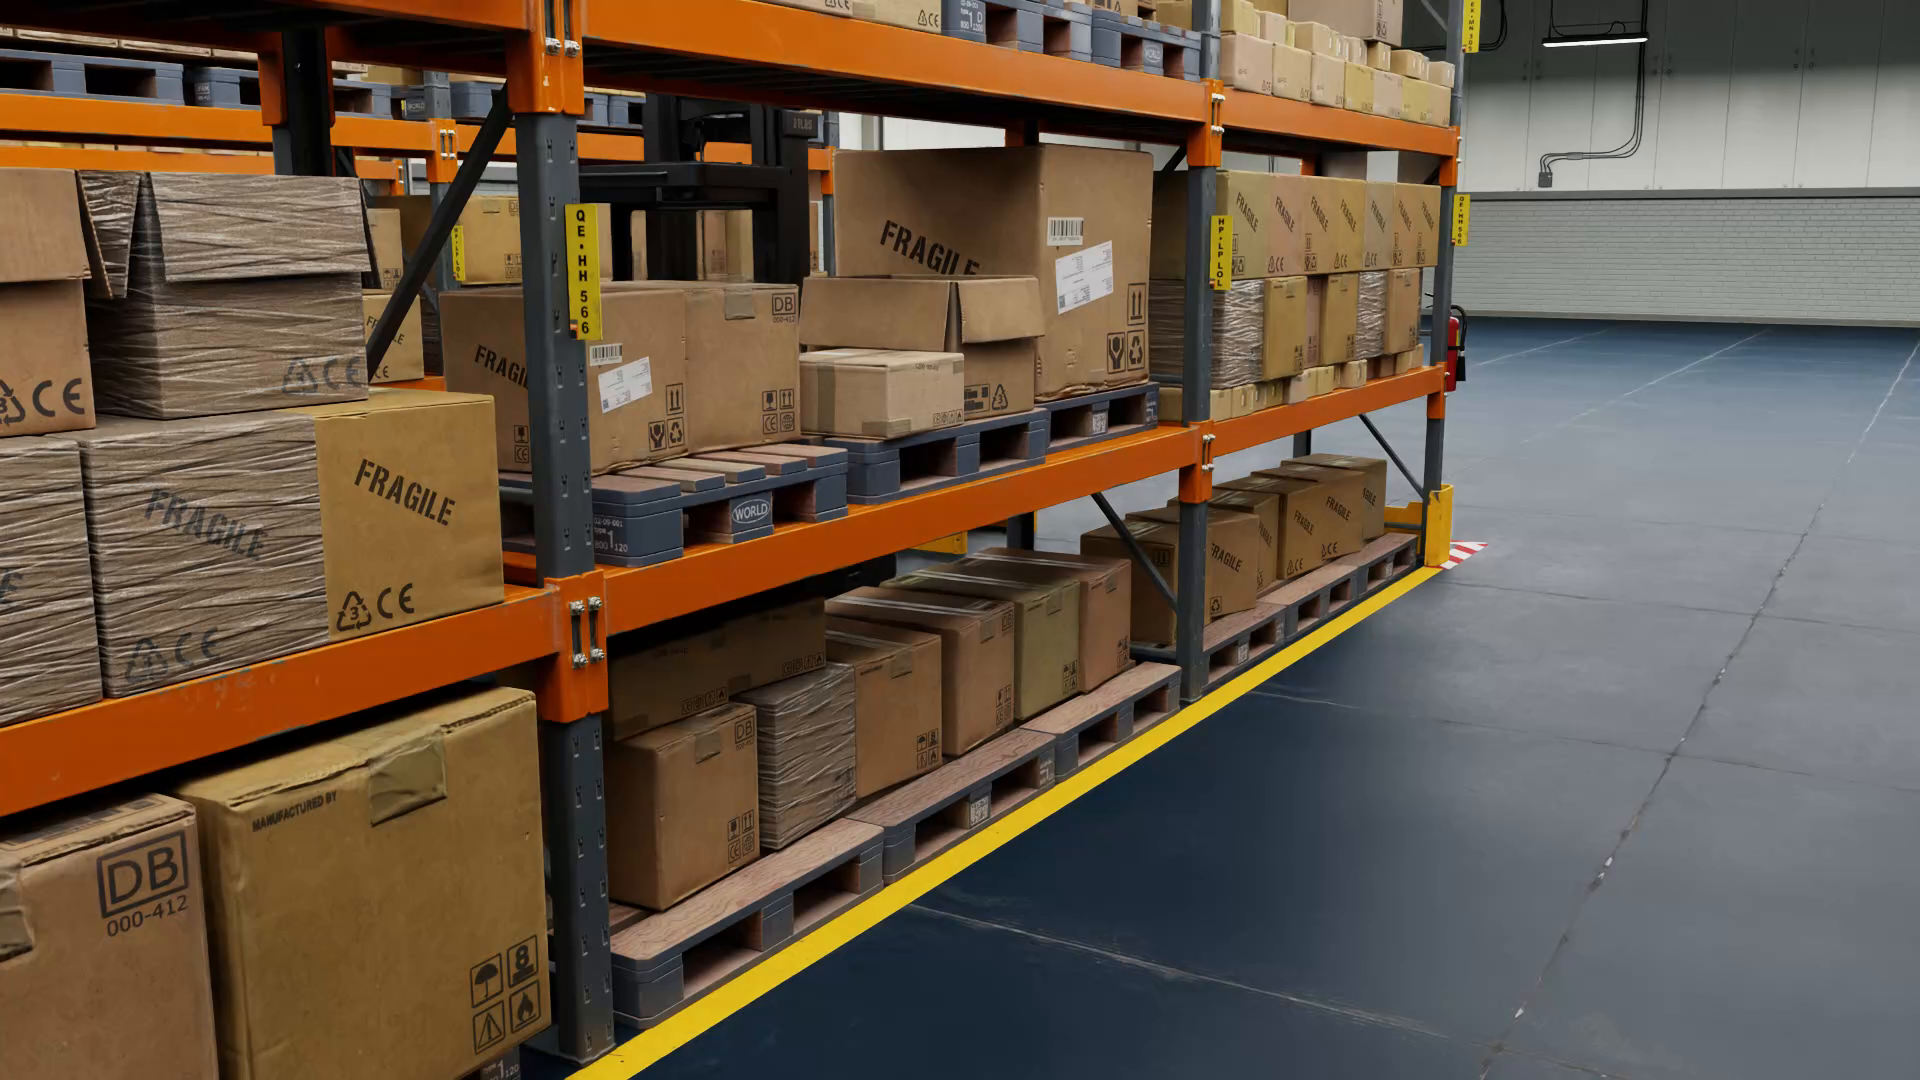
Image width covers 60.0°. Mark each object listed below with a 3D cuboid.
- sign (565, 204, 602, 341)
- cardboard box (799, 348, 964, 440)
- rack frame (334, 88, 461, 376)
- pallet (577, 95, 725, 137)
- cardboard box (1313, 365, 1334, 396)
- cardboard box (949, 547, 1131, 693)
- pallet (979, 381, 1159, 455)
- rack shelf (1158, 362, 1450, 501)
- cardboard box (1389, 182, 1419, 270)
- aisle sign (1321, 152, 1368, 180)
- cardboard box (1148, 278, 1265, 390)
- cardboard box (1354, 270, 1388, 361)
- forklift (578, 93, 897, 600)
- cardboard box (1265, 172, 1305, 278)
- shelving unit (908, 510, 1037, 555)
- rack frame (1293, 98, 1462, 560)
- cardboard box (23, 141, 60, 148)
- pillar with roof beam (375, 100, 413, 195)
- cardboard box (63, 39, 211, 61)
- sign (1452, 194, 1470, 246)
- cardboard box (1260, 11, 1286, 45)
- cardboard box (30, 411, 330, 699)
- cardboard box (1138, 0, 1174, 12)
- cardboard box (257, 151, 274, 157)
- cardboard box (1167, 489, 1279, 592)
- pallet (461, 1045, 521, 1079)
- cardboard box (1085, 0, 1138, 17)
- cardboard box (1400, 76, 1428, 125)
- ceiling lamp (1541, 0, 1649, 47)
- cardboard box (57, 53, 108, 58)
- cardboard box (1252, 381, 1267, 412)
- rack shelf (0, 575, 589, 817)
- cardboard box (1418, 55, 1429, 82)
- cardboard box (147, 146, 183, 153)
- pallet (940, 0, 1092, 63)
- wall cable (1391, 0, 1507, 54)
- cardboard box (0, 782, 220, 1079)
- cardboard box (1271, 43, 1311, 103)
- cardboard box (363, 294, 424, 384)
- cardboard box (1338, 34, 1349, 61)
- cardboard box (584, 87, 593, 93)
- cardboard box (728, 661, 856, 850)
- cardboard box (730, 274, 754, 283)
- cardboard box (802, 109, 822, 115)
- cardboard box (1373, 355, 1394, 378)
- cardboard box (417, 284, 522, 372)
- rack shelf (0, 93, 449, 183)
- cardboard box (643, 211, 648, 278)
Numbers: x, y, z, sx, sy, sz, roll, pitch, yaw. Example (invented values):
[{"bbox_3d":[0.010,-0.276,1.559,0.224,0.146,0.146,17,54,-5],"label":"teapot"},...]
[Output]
[{"bbox_3d":[-0.914,-0.650,4.042,0.100,0.325,0.005,6,12,31],"label":"sign"},{"bbox_3d":[-0.324,-0.508,5.695,0.500,0.250,0.500,6,12,29],"label":"cardboard box"},{"bbox_3d":[-3.501,-1.252,10.405,1.000,3.000,0.127,6,12,31],"label":"rack frame"},{"bbox_3d":[-2.433,-3.002,11.840,1.003,0.211,1.213,6,12,31],"label":"pallet"},{"bbox_3d":[1.822,-0.881,9.106,0.380,0.149,0.250,6,12,31],"label":"cardboard box"},{"bbox_3d":[0.349,0.345,7.474,0.700,0.500,0.500,5,12,26],"label":"cardboard box"},{"bbox_3d":[0.165,-0.562,7.239,1.003,0.211,1.213,6,12,31],"label":"pallet"},{"bbox_3d":[1.725,-0.723,9.536,1.077,0.370,4.000,6,12,31],"label":"rack shelf"},{"bbox_3d":[2.434,-1.889,10.010,0.500,0.500,0.500,6,12,31],"label":"cardboard box"},{"bbox_3d":[2.539,-2.708,11.115,0.394,0.787,0.004,6,12,31],"label":"aisle sign"},{"bbox_3d":[0.973,-1.023,8.099,0.875,0.500,0.500,6,12,31],"label":"cardboard box"},{"bbox_3d":[2.000,-1.338,9.786,0.875,0.500,0.500,6,12,31],"label":"cardboard box"},{"bbox_3d":[-1.504,-0.902,8.721,1.130,2.935,3.031,5,12,27],"label":"forklift"},{"bbox_3d":[1.395,-1.574,8.330,0.500,0.500,0.500,6,12,31],"label":"cardboard box"},{"bbox_3d":[0.040,-0.749,11.795,0.587,1.500,1.083,6,12,31],"label":"shelving unit"},{"bbox_3d":[2.763,-1.391,11.149,1.000,3.000,0.127,6,12,31],"label":"rack frame"},{"bbox_3d":[-7.226,-3.121,12.920,0.380,0.149,0.250,6,12,31],"label":"cardboard box"},{"bbox_3d":[-4.289,-6.270,20.903,9.100,9.000,0.400,6,12,31],"label":"pillar with roof beam"},{"bbox_3d":[-4.223,-2.642,8.505,0.500,0.311,0.500,6,12,29],"label":"cardboard box"},{"bbox_3d":[3.227,-2.060,10.714,0.100,0.325,0.005,6,12,31],"label":"sign"},{"bbox_3d":[1.358,-2.470,8.082,0.380,0.149,0.250,6,12,31],"label":"cardboard box"},{"bbox_3d":[-1.699,-0.003,3.463,0.500,0.500,0.500,6,12,30],"label":"cardboard box"},{"bbox_3d":[0.702,-2.773,7.939,0.500,0.500,0.500,6,12,29],"label":"cardboard box"},{"bbox_3d":[-6.199,-3.448,14.667,0.380,0.149,0.250,6,12,30],"label":"cardboard box"},{"bbox_3d":[1.474,0.005,9.343,0.500,0.500,0.500,5,12,26],"label":"cardboard box"},{"bbox_3d":[-1.864,1.354,4.062,1.003,0.211,1.213,6,12,31],"label":"pallet"},{"bbox_3d":[0.358,-2.429,7.121,0.797,0.503,0.637,6,12,28],"label":"cardboard box"},{"bbox_3d":[2.473,-2.613,9.932,0.500,0.250,0.500,6,12,31],"label":"cardboard box"},{"bbox_3d":[12.862,-11.557,33.284,2.000,3.185,0.800,6,12,31],"label":"ceiling lamp"},{"bbox_3d":[-4.653,-2.642,8.630,0.396,0.266,0.258,6,12,31],"label":"cardboard box"},{"bbox_3d":[1.302,-0.724,8.267,0.380,0.149,0.250,6,12,31],"label":"cardboard box"},{"bbox_3d":[-2.429,0.535,2.815,1.077,0.370,4.000,6,12,31],"label":"rack shelf"},{"bbox_3d":[2.602,-2.831,10.013,0.380,0.149,0.250,6,12,28],"label":"cardboard box"},{"bbox_3d":[-6.668,-3.280,13.768,0.380,0.149,0.250,6,12,30],"label":"cardboard box"},{"bbox_3d":[-0.261,-1.894,6.193,1.213,0.211,1.003,6,12,31],"label":"pallet"},{"bbox_3d":[12.109,-13.430,41.504,3.097,2.526,0.112,6,12,31],"label":"wall cable"},{"bbox_3d":[-2.236,0.951,3.272,1.225,0.875,0.875,6,12,31],"label":"cardboard box"},{"bbox_3d":[1.409,-2.293,8.221,0.500,0.250,0.500,6,12,30],"label":"cardboard box"},{"bbox_3d":[-3.543,-1.194,9.821,0.500,0.500,0.500,6,12,30],"label":"cardboard box"},{"bbox_3d":[1.868,-2.633,8.955,0.380,0.149,0.250,7,13,32],"label":"cardboard box"},{"bbox_3d":[-2.627,-3.003,10.875,0.380,0.149,0.250,6,12,30],"label":"cardboard box"},{"bbox_3d":[-0.783,0.683,5.664,0.700,0.500,0.500,5,12,26],"label":"cardboard box"},{"bbox_3d":[-1.845,-1.804,12.944,0.875,0.550,0.550,6,12,31],"label":"cardboard box"},{"bbox_3d":[-1.307,-3.403,13.013,0.380,0.149,0.250,6,12,31],"label":"cardboard box"},{"bbox_3d":[2.432,-1.082,10.180,0.380,0.149,0.250,6,12,31],"label":"cardboard box"},{"bbox_3d":[-3.319,-1.385,10.707,0.875,0.550,0.550,6,12,31],"label":"cardboard box"},{"bbox_3d":[-4.539,-2.058,8.515,1.077,0.370,4.000,6,12,31],"label":"rack shelf"},{"bbox_3d":[-2.427,-2.165,11.939,0.875,0.550,0.500,6,12,31],"label":"cardboard box"}]
